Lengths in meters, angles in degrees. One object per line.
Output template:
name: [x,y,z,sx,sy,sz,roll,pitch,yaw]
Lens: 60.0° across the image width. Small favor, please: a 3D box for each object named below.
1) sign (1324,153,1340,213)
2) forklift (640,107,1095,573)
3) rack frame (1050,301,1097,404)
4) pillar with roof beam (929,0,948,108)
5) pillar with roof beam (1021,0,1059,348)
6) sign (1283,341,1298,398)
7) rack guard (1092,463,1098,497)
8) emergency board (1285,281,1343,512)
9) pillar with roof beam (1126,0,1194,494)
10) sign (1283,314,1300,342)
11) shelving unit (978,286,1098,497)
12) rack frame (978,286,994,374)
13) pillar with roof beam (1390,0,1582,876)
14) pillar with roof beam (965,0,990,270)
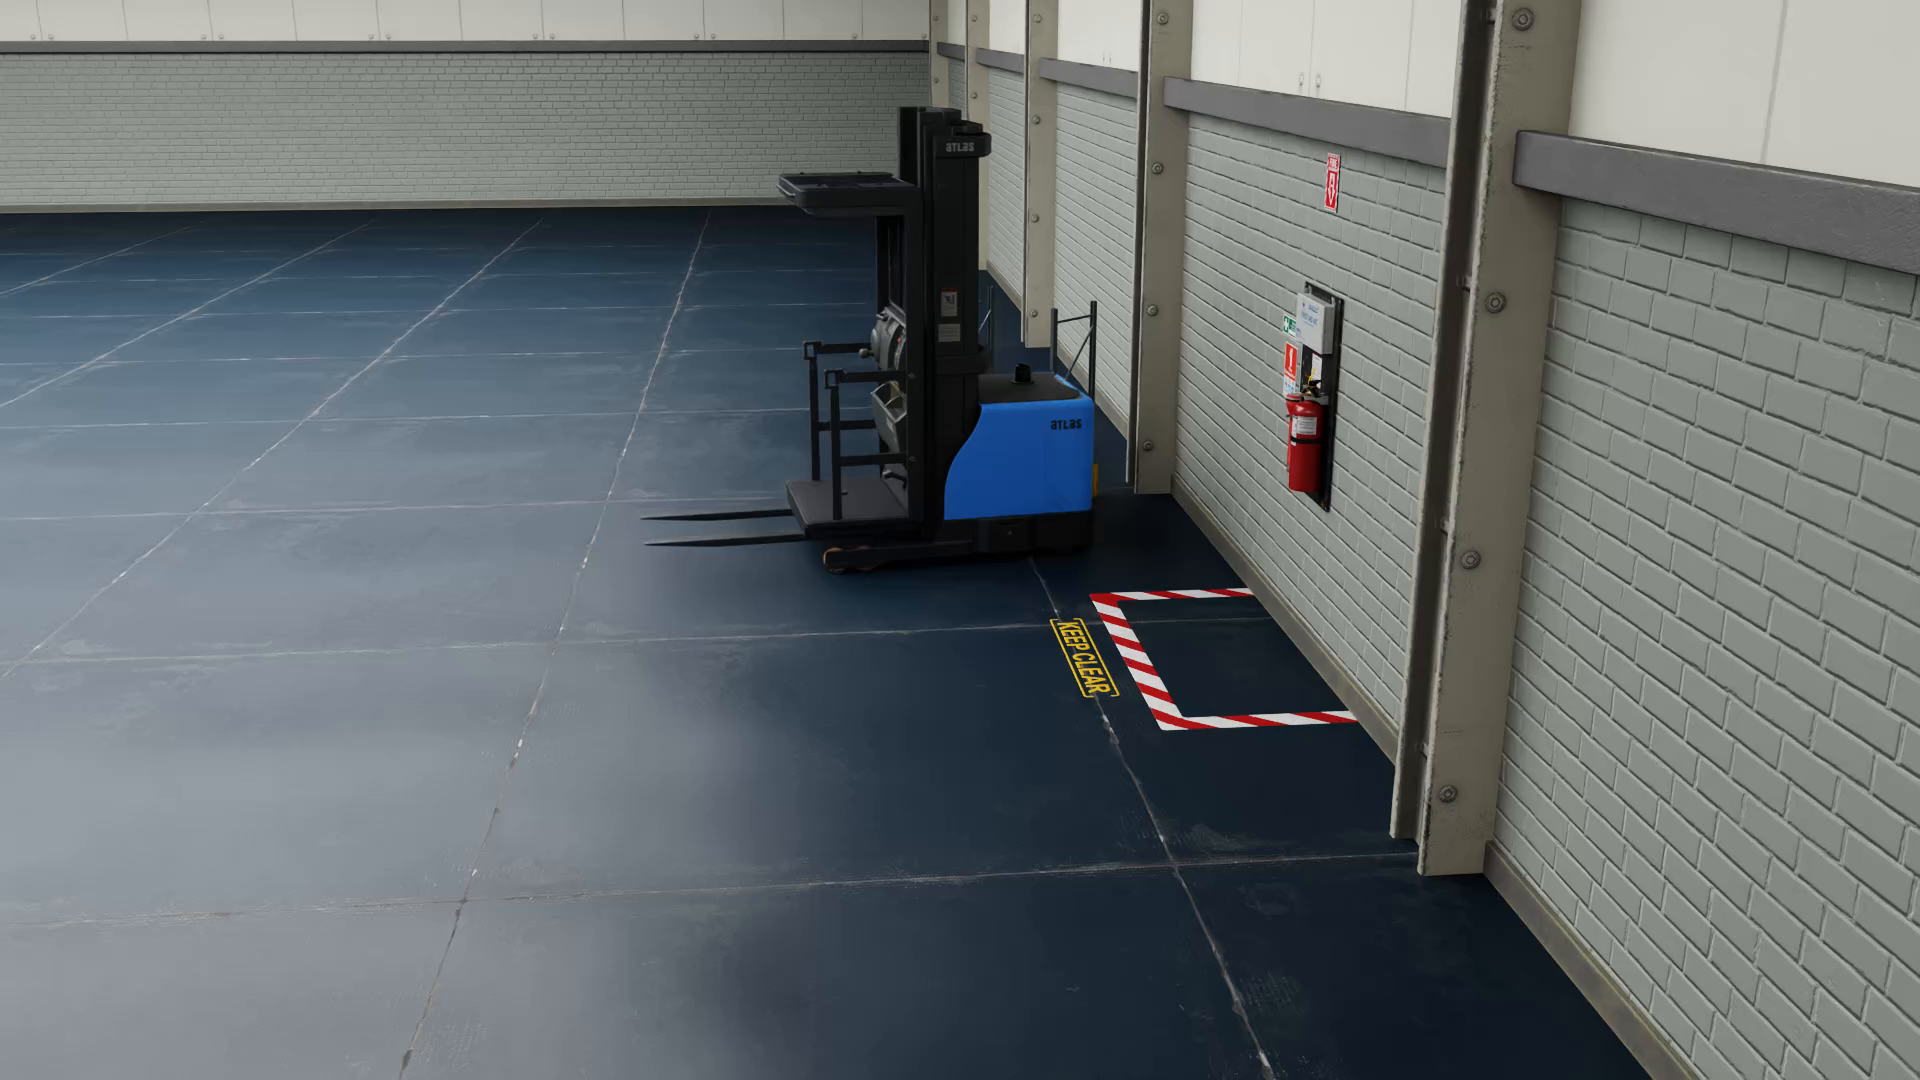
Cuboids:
sign: [1.986,-1.909,8.879,0.001,0.298,0.199,-2,18,-6]
forklift: [-0.657,-1.354,11.096,3.031,2.935,1.130,-4,18,-12]
rack frame: [0.835,-1.002,12.364,0.032,1.500,0.500,15,23,40]
pillar with roof beam: [-4.652,-9.940,28.314,9.100,9.000,0.400,-2,18,-6]
pillar with roof beam: [-3.415,-6.364,16.926,9.100,9.000,0.400,-2,18,-6]
sign: [1.934,-0.982,9.739,0.001,0.329,0.234,-2,18,-6]
rack guard: [0.834,-0.406,12.552,0.087,0.250,0.587,15,23,40]
emergency board: [1.888,-0.797,9.209,0.194,1.169,0.643,-2,18,-6]
pillar with roof beam: [-2.796,-4.577,11.232,9.100,9.000,0.400,-2,18,-6]
sign: [1.925,-1.234,9.654,0.001,0.109,0.331,-2,18,-6]
shelving unit: [0.468,-1.103,12.687,1.083,1.500,0.587,15,23,40]
rack frame: [0.089,-1.209,13.023,0.032,1.500,0.500,15,23,40]
pillar with roof beam: [-2.177,-2.789,5.538,9.100,9.000,0.400,-2,18,-6]
pillar with roof beam: [-4.034,-8.152,22.620,9.100,9.000,0.400,-2,18,-6]
